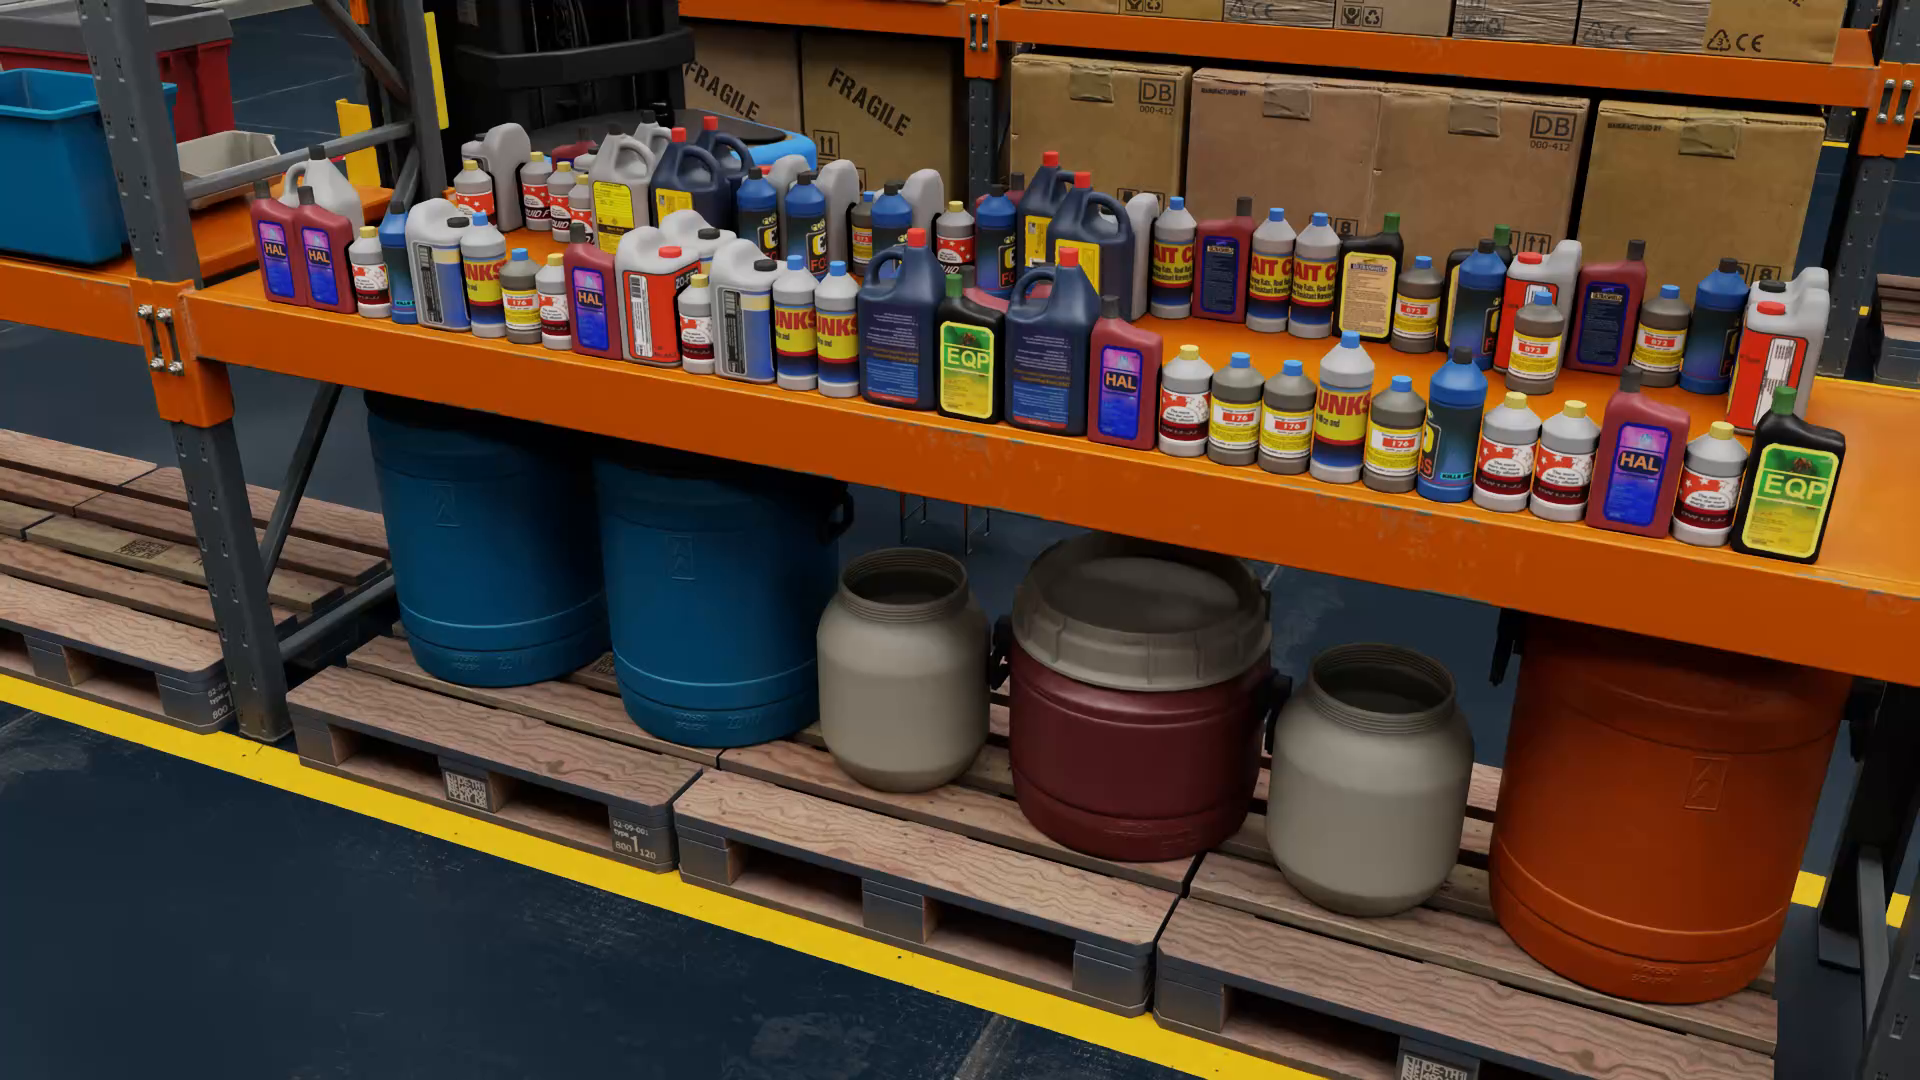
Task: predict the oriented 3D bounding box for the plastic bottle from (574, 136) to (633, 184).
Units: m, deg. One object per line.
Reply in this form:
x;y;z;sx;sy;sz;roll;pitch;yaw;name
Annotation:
-0.919;-0.923;4.370;0.135;0.276;0.152;11;28;22;plastic bottle

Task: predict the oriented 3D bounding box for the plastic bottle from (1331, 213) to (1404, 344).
0.902;-0.583;3.670;0.133;0.283;0.061;11;28;22;plastic bottle

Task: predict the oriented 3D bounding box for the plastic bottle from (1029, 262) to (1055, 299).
0.203;-0.407;3.313;0.133;0.283;0.061;11;28;22;plastic bottle

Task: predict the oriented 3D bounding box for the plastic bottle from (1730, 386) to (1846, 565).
1.352;-0.107;2.703;0.133;0.283;0.061;11;28;22;plastic bottle

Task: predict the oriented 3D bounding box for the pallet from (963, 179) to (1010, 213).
-0.354;-1.899;9.368;1.213;0.211;1.003;11;28;22;pallet

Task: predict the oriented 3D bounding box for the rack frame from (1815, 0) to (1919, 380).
3.947;-2.248;6.920;0.127;3.000;1.000;11;28;22;rack frame

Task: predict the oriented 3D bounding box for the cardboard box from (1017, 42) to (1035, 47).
0.568;-4.094;13.422;0.250;0.149;0.380;11;28;22;cardboard box

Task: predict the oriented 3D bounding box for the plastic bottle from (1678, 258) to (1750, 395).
1.542;-0.440;3.394;0.097;0.271;0.097;0;26;0;plastic bottle

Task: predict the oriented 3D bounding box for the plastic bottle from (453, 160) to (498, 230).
-1.287;-0.903;4.413;0.097;0.201;0.097;0;26;0;plastic bottle

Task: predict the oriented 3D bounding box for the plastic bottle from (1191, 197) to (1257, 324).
0.604;-0.643;3.792;0.133;0.283;0.061;11;28;22;plastic bottle

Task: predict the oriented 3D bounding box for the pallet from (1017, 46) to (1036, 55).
0.710;-4.035;13.707;1.213;0.211;1.003;11;28;22;pallet

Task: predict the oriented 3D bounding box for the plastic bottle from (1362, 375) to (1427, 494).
0.778;-0.194;2.973;0.097;0.201;0.097;0;26;0;plastic bottle

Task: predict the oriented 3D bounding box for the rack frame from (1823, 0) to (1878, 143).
6.092;-4.224;10.933;0.127;3.000;1.000;11;28;22;rack frame

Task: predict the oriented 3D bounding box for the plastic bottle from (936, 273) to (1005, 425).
0.022;-0.374;3.245;0.133;0.283;0.061;11;28;22;plastic bottle

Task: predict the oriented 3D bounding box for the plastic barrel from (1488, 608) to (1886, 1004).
1.444;0.446;3.429;0.708;0.830;0.600;11;28;22;plastic barrel

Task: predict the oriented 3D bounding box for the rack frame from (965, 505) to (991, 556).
0.062;-0.458;5.493;0.008;1.050;0.200;11;28;22;rack frame

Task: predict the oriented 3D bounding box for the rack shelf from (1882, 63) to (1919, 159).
5.767;-1.560;6.336;4.000;0.370;1.077;11;28;22;rack shelf

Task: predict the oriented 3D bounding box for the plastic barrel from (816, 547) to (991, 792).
-0.135;0.315;4.056;0.421;0.512;0.421;0;26;0;plastic barrel

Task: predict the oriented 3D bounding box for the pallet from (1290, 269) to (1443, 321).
2.154;-1.395;8.345;1.213;0.211;1.003;11;28;22;pallet

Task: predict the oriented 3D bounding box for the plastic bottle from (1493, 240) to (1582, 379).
1.215;-0.495;3.499;0.135;0.276;0.152;11;28;22;plastic bottle

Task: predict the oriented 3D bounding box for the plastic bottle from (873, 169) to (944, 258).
-0.127;-0.764;4.047;0.135;0.276;0.152;11;28;22;plastic bottle

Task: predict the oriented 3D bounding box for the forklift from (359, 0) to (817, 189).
-1.937;-2.256;7.014;1.130;2.935;3.031;-23;34;-39;forklift

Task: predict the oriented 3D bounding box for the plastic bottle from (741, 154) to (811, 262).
-0.460;-0.831;4.183;0.135;0.276;0.152;11;28;22;plastic bottle

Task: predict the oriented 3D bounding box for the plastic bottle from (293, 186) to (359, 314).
-1.466;-0.673;3.852;0.133;0.283;0.061;11;28;22;plastic bottle

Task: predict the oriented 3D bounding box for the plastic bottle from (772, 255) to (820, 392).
-0.333;-0.448;3.411;0.097;0.271;0.097;0;26;0;plastic bottle

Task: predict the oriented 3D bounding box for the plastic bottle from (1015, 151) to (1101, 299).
0.230;-0.728;3.888;0.185;0.351;0.144;11;28;22;plastic bottle

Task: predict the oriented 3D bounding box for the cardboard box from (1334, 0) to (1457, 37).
2.007;-2.564;7.449;0.500;0.500;0.500;12;29;23;cardboard box

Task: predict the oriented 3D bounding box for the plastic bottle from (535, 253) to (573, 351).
-0.876;-0.526;3.648;0.097;0.201;0.097;0;26;0;plastic bottle

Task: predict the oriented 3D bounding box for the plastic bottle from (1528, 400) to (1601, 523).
1.044;-0.140;2.864;0.097;0.201;0.097;0;26;0;plastic bottle

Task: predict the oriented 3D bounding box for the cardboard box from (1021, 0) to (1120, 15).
0.621;-2.840;8.008;0.500;0.500;0.500;11;28;22;cardboard box

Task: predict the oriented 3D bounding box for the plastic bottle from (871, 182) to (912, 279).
-0.161;-0.708;3.939;0.097;0.271;0.097;0;26;0;plastic bottle

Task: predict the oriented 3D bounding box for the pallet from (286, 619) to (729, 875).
-1.059;0.421;4.656;1.213;0.211;1.003;11;28;22;pallet

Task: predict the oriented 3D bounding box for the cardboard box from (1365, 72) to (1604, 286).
2.519;-1.784;7.907;0.875;0.875;1.225;11;28;22;cardboard box

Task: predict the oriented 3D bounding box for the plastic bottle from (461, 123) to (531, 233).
-1.252;-0.990;4.506;0.135;0.276;0.152;11;28;22;plastic bottle

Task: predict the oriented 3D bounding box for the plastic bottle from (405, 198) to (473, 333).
-1.148;-0.627;3.769;0.135;0.276;0.152;11;28;22;plastic bottle

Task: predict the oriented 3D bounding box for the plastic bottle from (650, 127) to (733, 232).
-0.664;-0.837;4.111;0.185;0.351;0.144;11;28;22;plastic bottle

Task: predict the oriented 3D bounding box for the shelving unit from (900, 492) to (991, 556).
-0.049;-0.481;5.538;0.252;1.050;0.215;11;28;22;shelving unit

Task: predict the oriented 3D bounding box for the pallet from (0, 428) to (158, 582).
-3.545;-0.078;5.670;1.213;0.211;1.003;11;28;22;pallet

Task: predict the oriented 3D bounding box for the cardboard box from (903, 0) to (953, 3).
-0.108;-2.791;8.307;0.250;0.149;0.380;12;28;22;cardboard box

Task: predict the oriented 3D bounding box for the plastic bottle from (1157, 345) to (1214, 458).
0.424;-0.265;3.117;0.097;0.201;0.097;0;26;0;plastic bottle

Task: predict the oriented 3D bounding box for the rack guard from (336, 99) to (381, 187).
-3.357;-2.594;10.452;0.348;0.500;1.175;11;28;22;rack guard

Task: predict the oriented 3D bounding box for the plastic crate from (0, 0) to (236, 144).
-2.454;-1.308;4.870;0.583;0.464;0.402;11;28;22;plastic crate

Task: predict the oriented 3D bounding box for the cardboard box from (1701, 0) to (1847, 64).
3.395;-2.283;6.879;0.500;0.500;0.500;12;29;23;cardboard box

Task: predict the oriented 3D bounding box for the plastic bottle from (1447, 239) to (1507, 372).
1.096;-0.500;3.516;0.097;0.271;0.097;0;26;0;plastic bottle
